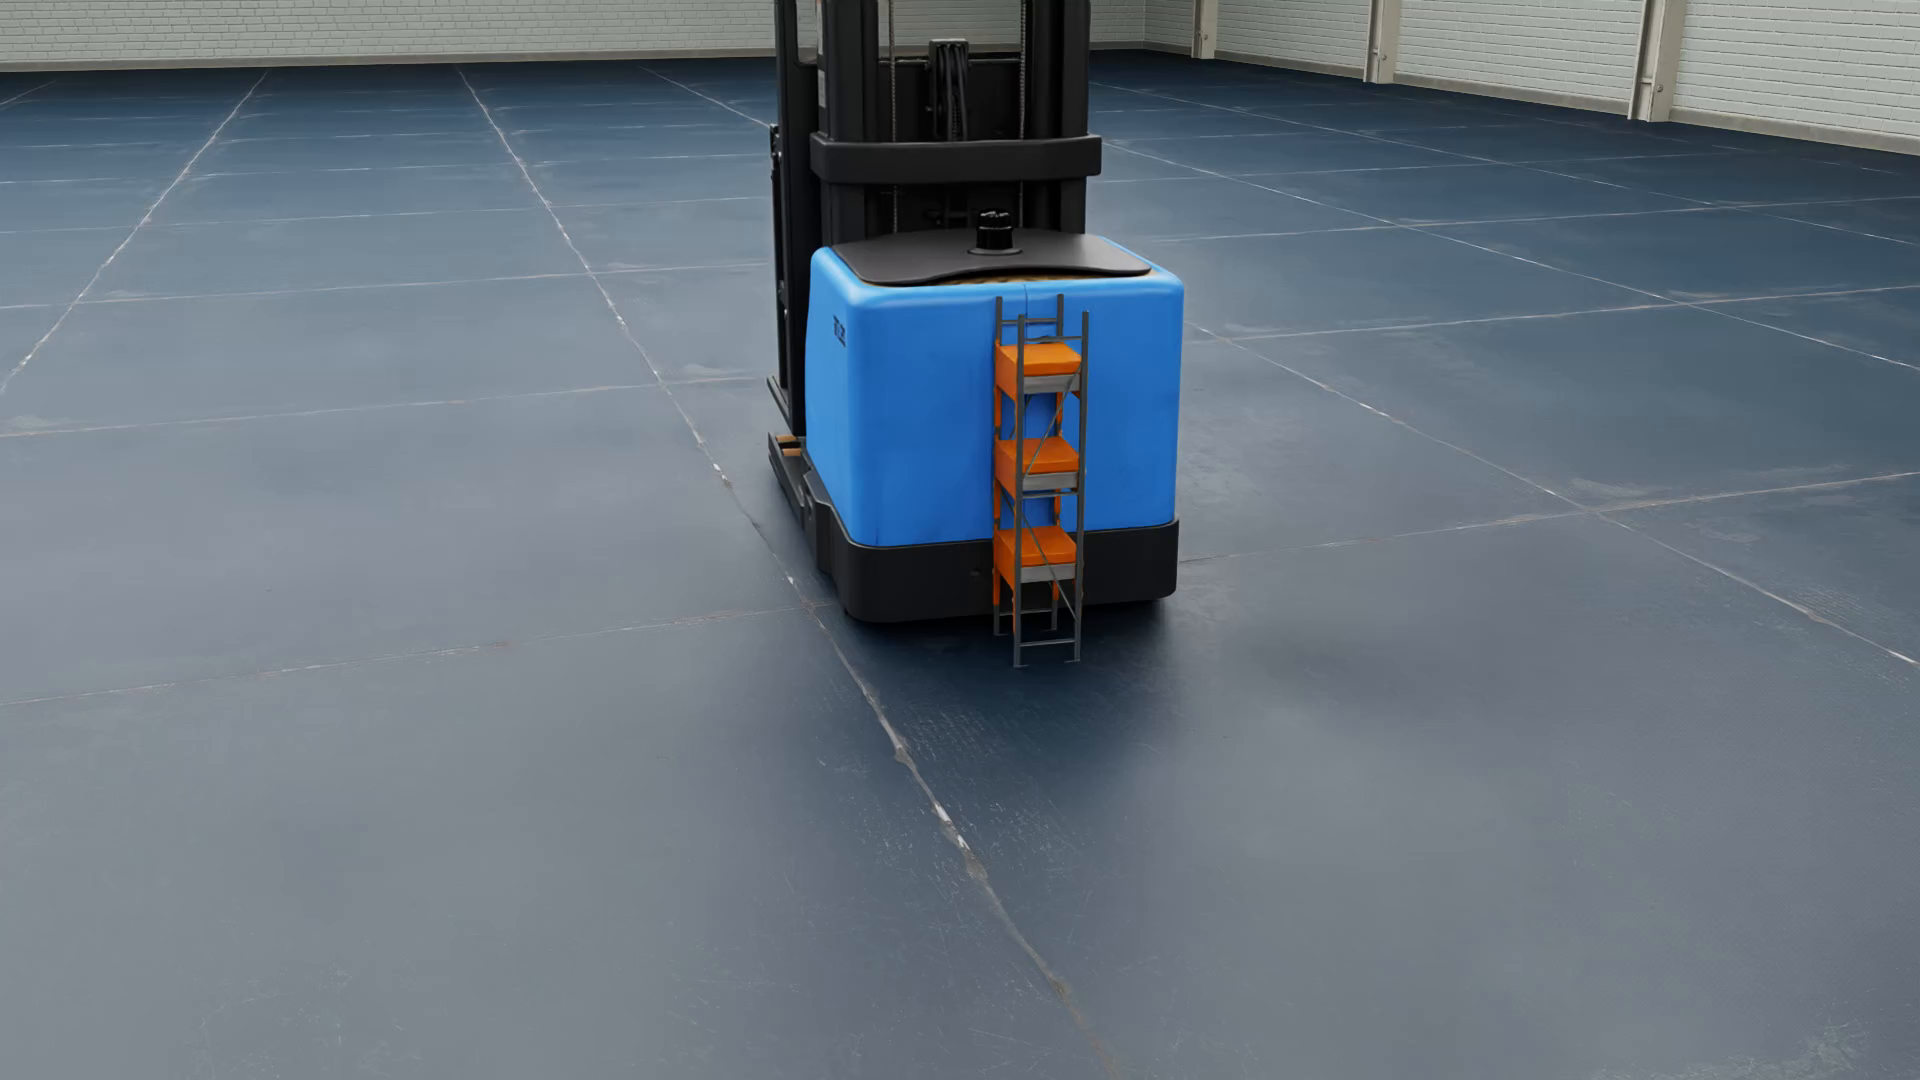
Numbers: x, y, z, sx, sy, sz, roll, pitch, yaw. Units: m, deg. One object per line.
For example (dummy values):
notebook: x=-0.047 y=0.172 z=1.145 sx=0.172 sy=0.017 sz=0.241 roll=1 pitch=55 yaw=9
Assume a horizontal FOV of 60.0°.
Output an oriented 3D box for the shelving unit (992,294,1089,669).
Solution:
shelving unit: x=0.228 y=-0.166 z=4.825 sx=0.215 sy=1.050 sz=0.252 roll=-4 pitch=20 yaw=-12

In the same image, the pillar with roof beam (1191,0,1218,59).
pillar with roof beam: x=0.402 y=-12.666 z=27.869 sx=9.100 sy=9.000 sz=0.400 roll=-6 pitch=21 yaw=-17

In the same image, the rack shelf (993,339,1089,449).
rack shelf: x=0.228 y=-0.423 z=4.733 sx=0.215 sy=0.259 sz=0.240 roll=-4 pitch=20 yaw=-12

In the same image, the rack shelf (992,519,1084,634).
rack shelf: x=0.228 y=0.106 z=4.923 sx=0.215 sy=0.259 sz=0.240 roll=-4 pitch=20 yaw=-12

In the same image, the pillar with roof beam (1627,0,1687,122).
pillar with roof beam: x=4.173 y=-8.815 z=17.148 sx=9.100 sy=9.000 sz=0.400 roll=-6 pitch=21 yaw=-17

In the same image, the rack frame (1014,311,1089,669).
rack frame: x=0.255 y=-0.126 z=4.713 sx=0.200 sy=1.050 sz=0.008 roll=-4 pitch=20 yaw=-12

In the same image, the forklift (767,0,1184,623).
forklift: x=-0.145 y=-1.593 z=6.015 sx=1.130 sy=2.935 sz=3.031 roll=-4 pitch=20 yaw=-12

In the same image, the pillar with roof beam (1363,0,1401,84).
pillar with roof beam: x=2.287 y=-10.741 z=22.508 sx=9.100 sy=9.000 sz=0.400 roll=-6 pitch=21 yaw=-17

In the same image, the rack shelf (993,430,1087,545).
rack shelf: x=0.228 y=-0.156 z=4.829 sx=0.215 sy=0.259 sz=0.240 roll=-4 pitch=20 yaw=-12

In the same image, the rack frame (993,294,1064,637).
rack frame: x=0.200 y=-0.206 z=4.937 sx=0.200 sy=1.050 sz=0.008 roll=-4 pitch=20 yaw=-12
